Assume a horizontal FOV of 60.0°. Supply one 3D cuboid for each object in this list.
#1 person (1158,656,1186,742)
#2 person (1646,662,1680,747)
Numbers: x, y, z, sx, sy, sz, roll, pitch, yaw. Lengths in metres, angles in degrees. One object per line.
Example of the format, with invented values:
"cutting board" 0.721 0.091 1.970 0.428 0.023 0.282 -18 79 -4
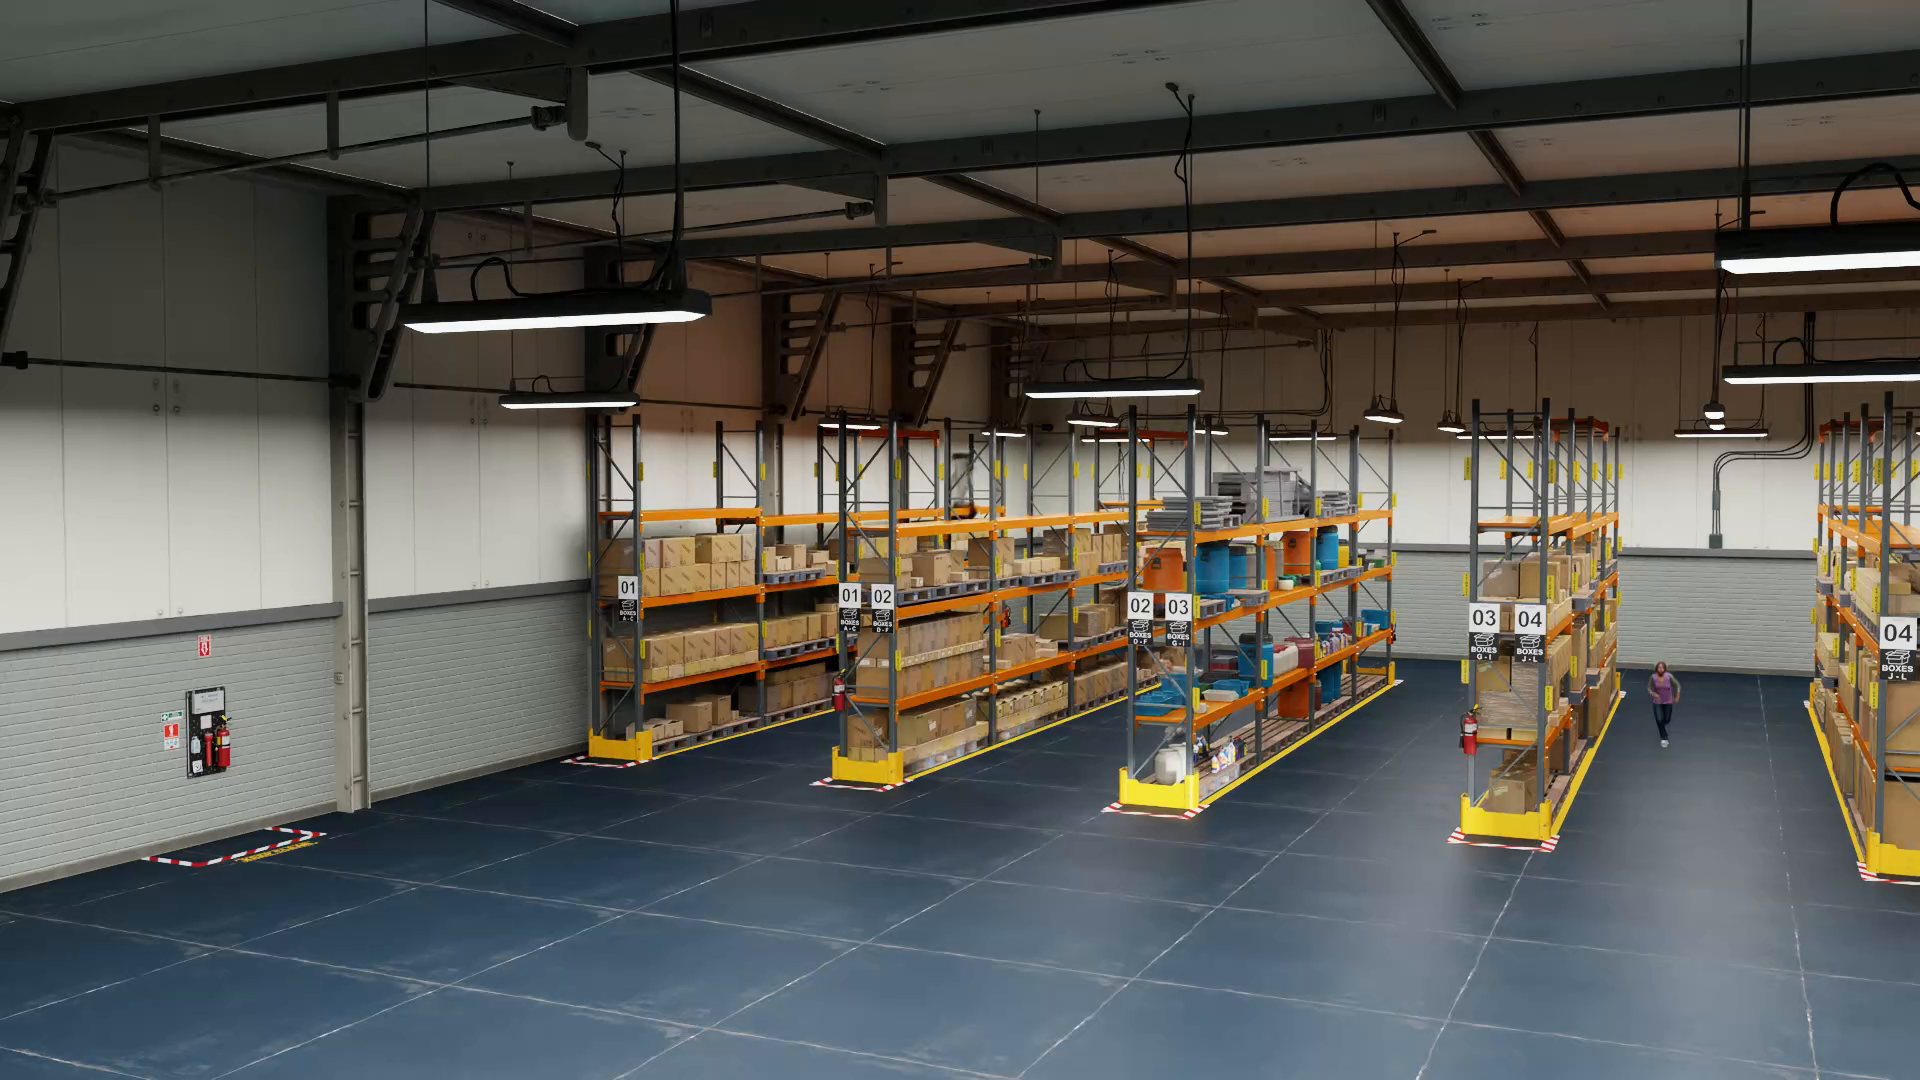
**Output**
"person" 4.057 2.945 31.207 0.604 1.628 0.969 1 3 29
"person" 12.843 2.996 30.375 0.578 1.552 0.636 1 3 21
